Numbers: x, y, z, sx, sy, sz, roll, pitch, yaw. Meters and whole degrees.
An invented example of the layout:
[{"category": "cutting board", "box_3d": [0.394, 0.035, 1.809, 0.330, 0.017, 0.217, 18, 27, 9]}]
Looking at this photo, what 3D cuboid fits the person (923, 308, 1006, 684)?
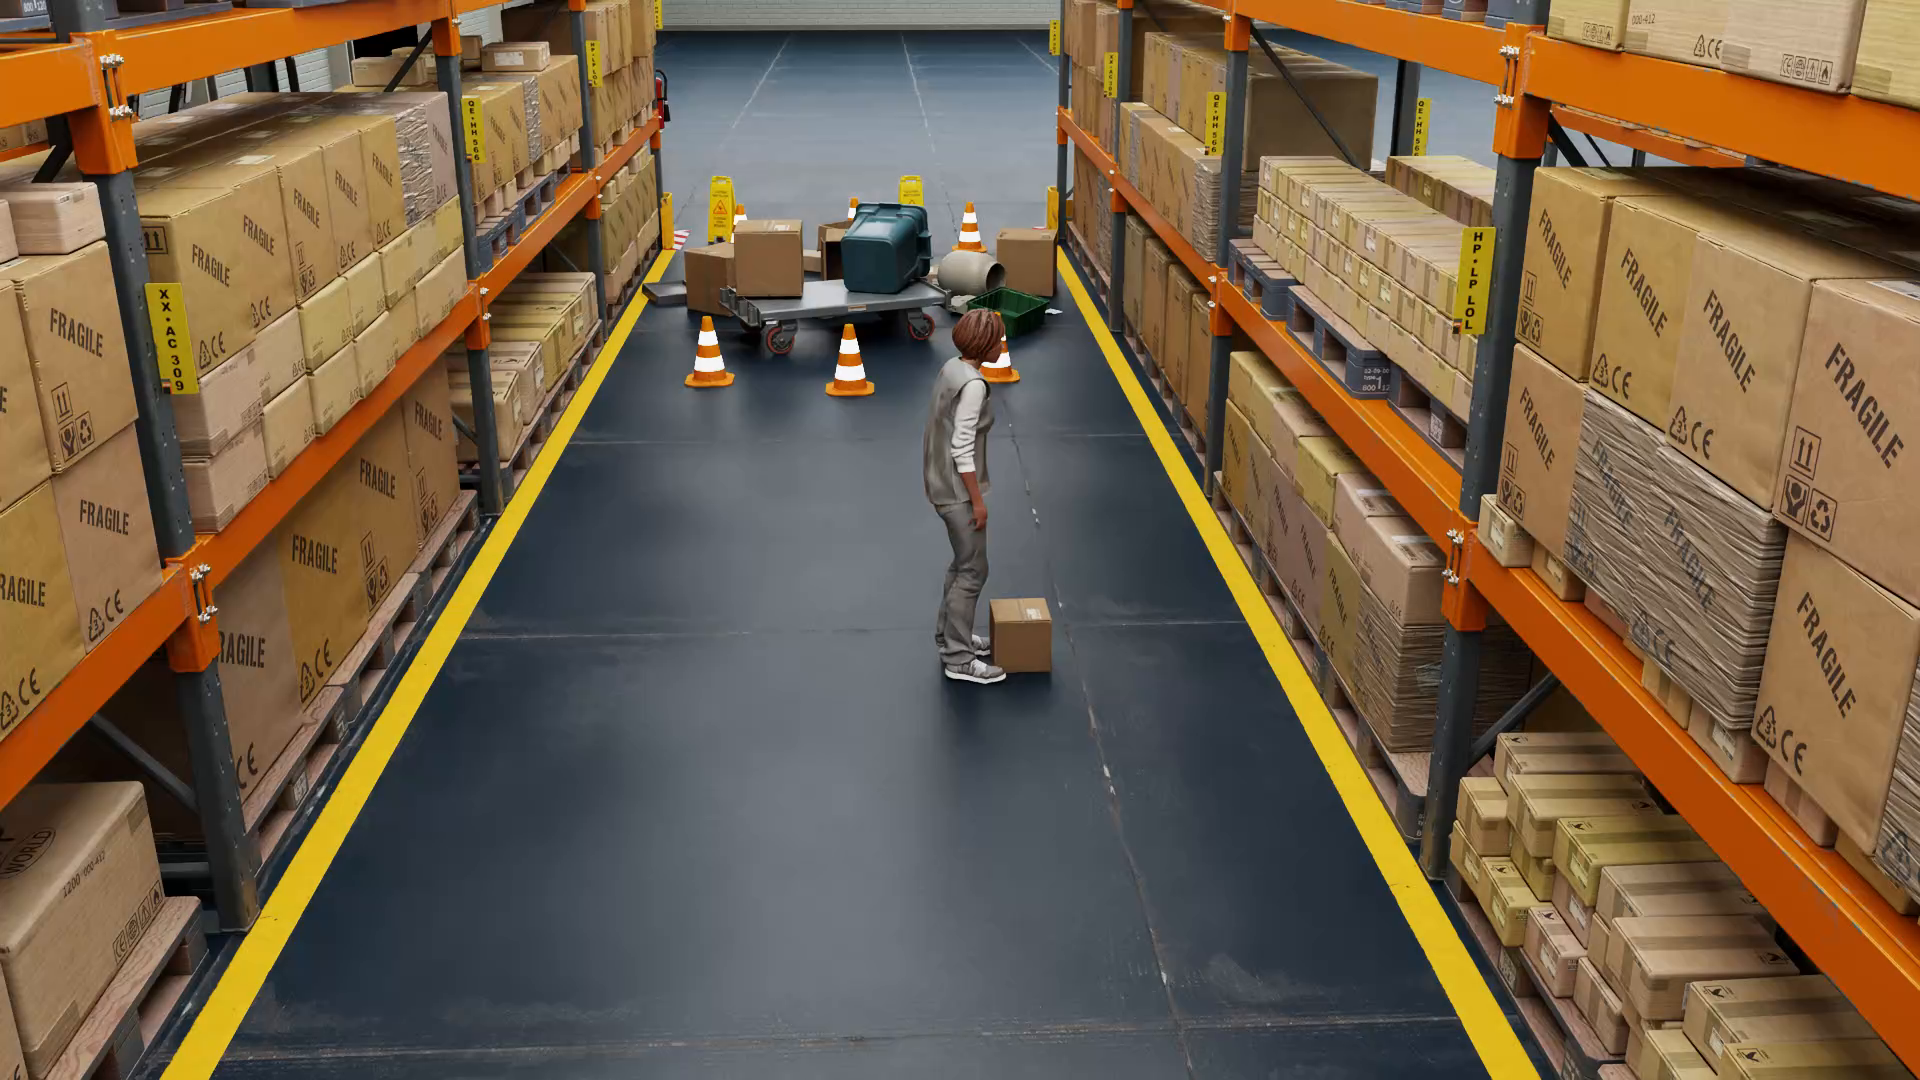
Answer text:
[{"category": "person", "box_3d": [0.021, -0.198, 7.119, 0.347, 1.592, 0.484, -2, 21, -6]}]
